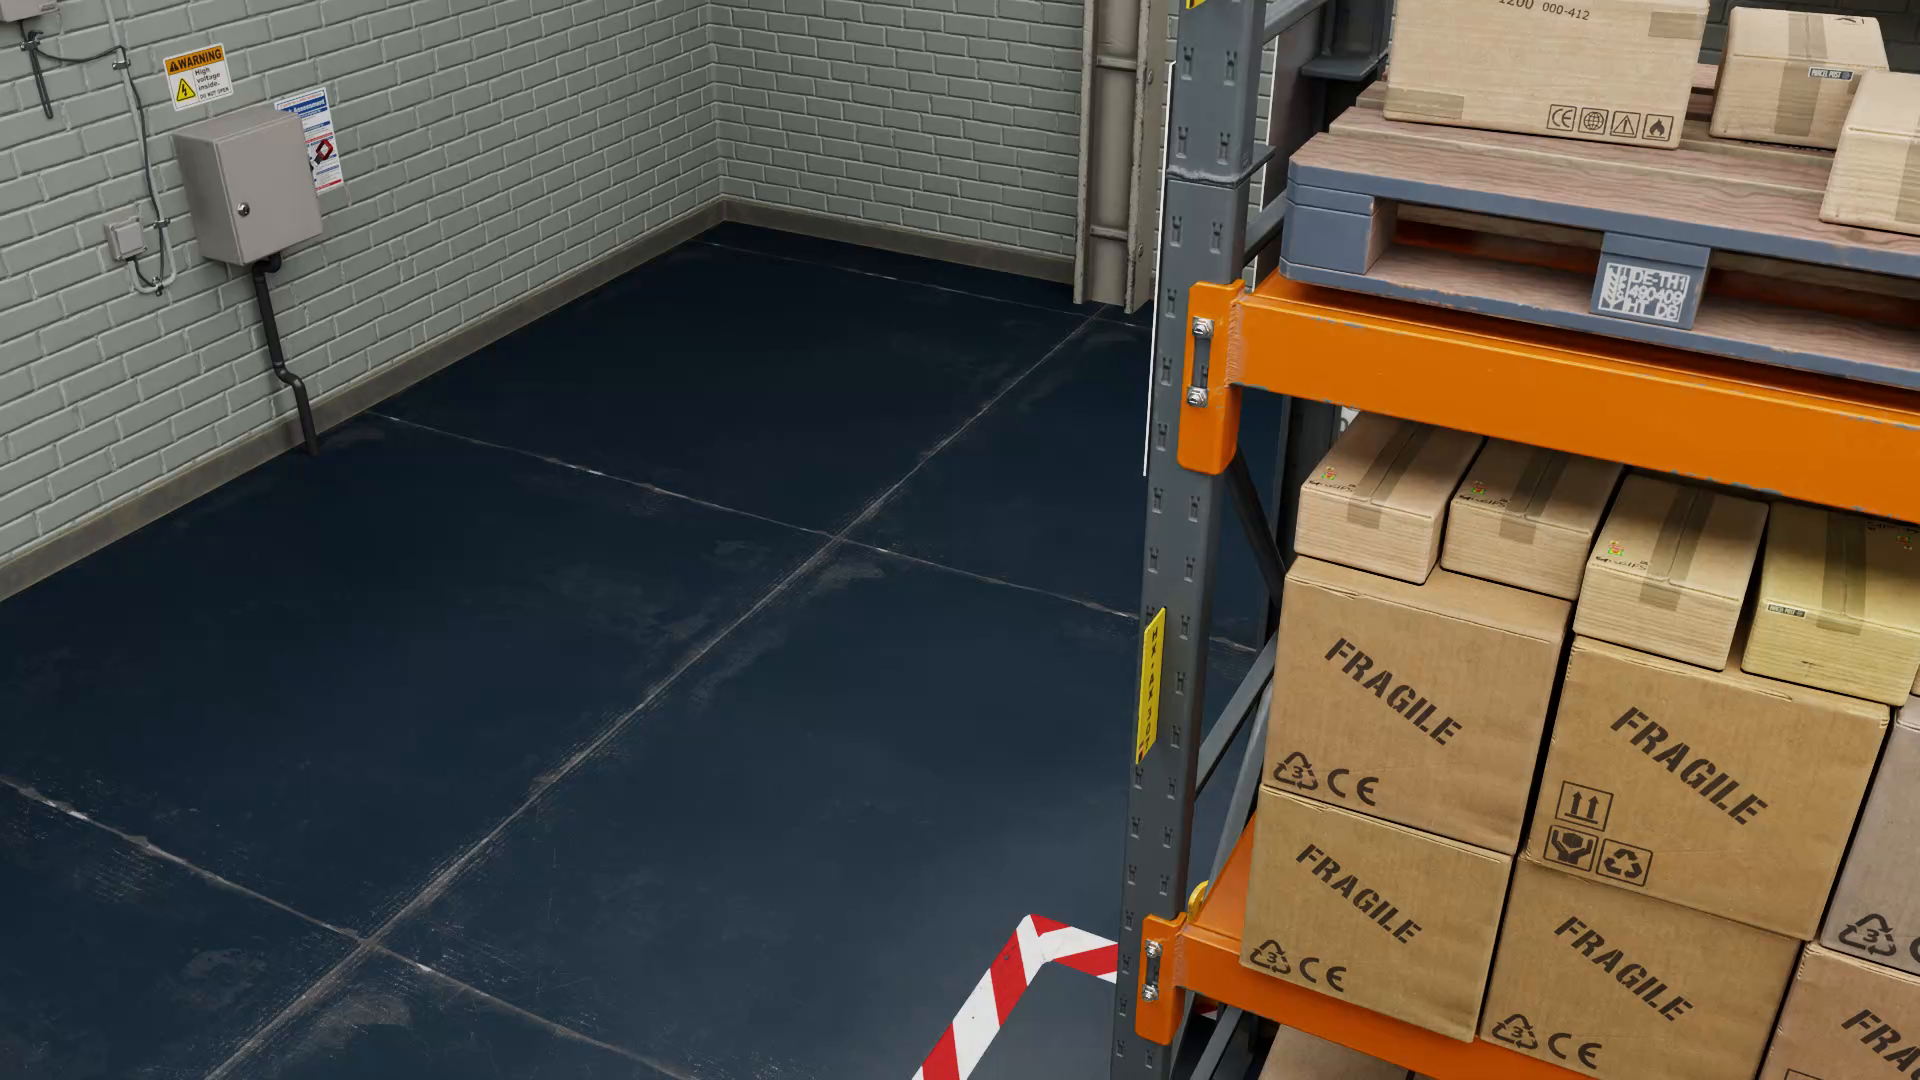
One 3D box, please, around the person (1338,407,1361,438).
[{"bbox_3d":[1.589,-0.158,6.401,0.532,1.659,0.395,13,32,20],"label":"person"}]
